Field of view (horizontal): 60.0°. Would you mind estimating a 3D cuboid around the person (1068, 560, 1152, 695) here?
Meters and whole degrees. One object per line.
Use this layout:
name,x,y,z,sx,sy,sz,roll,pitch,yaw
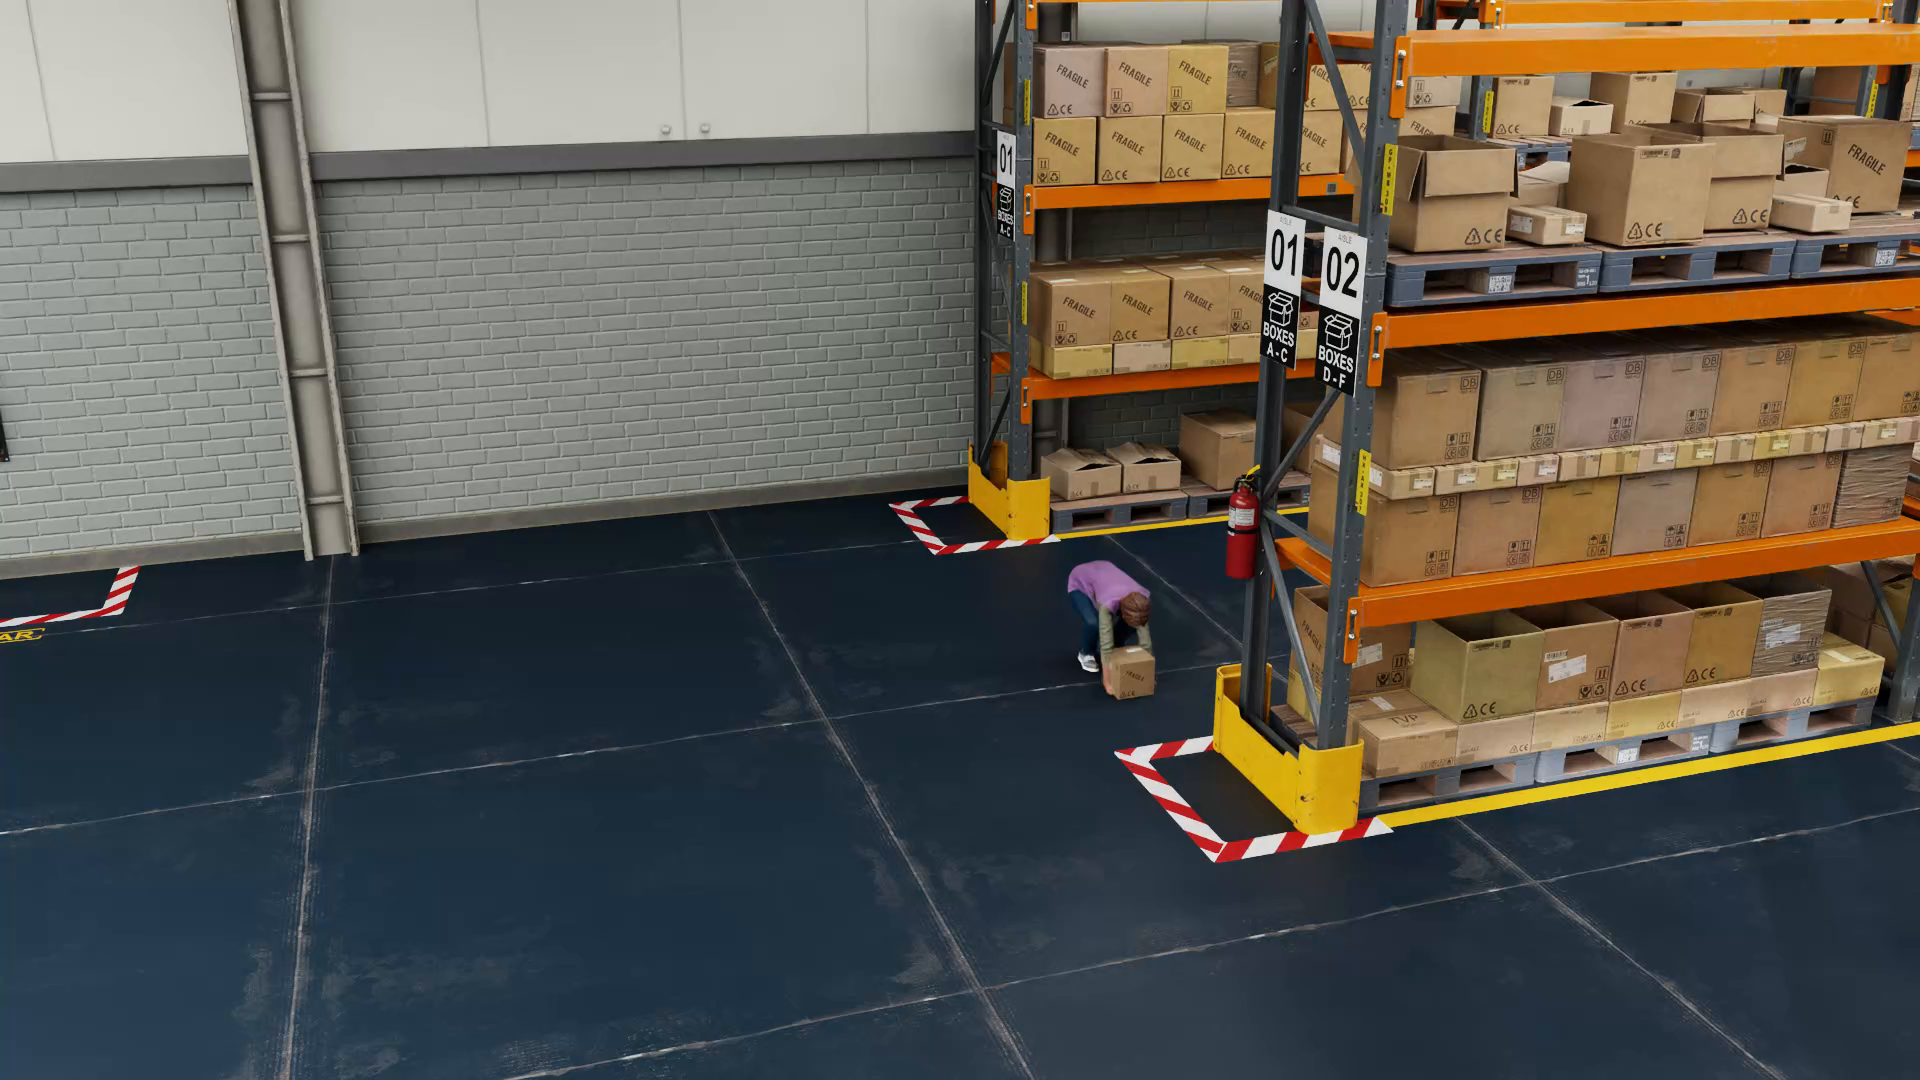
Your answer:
person,0.995,0.546,10.905,0.418,0.738,0.872,-7,21,-19
